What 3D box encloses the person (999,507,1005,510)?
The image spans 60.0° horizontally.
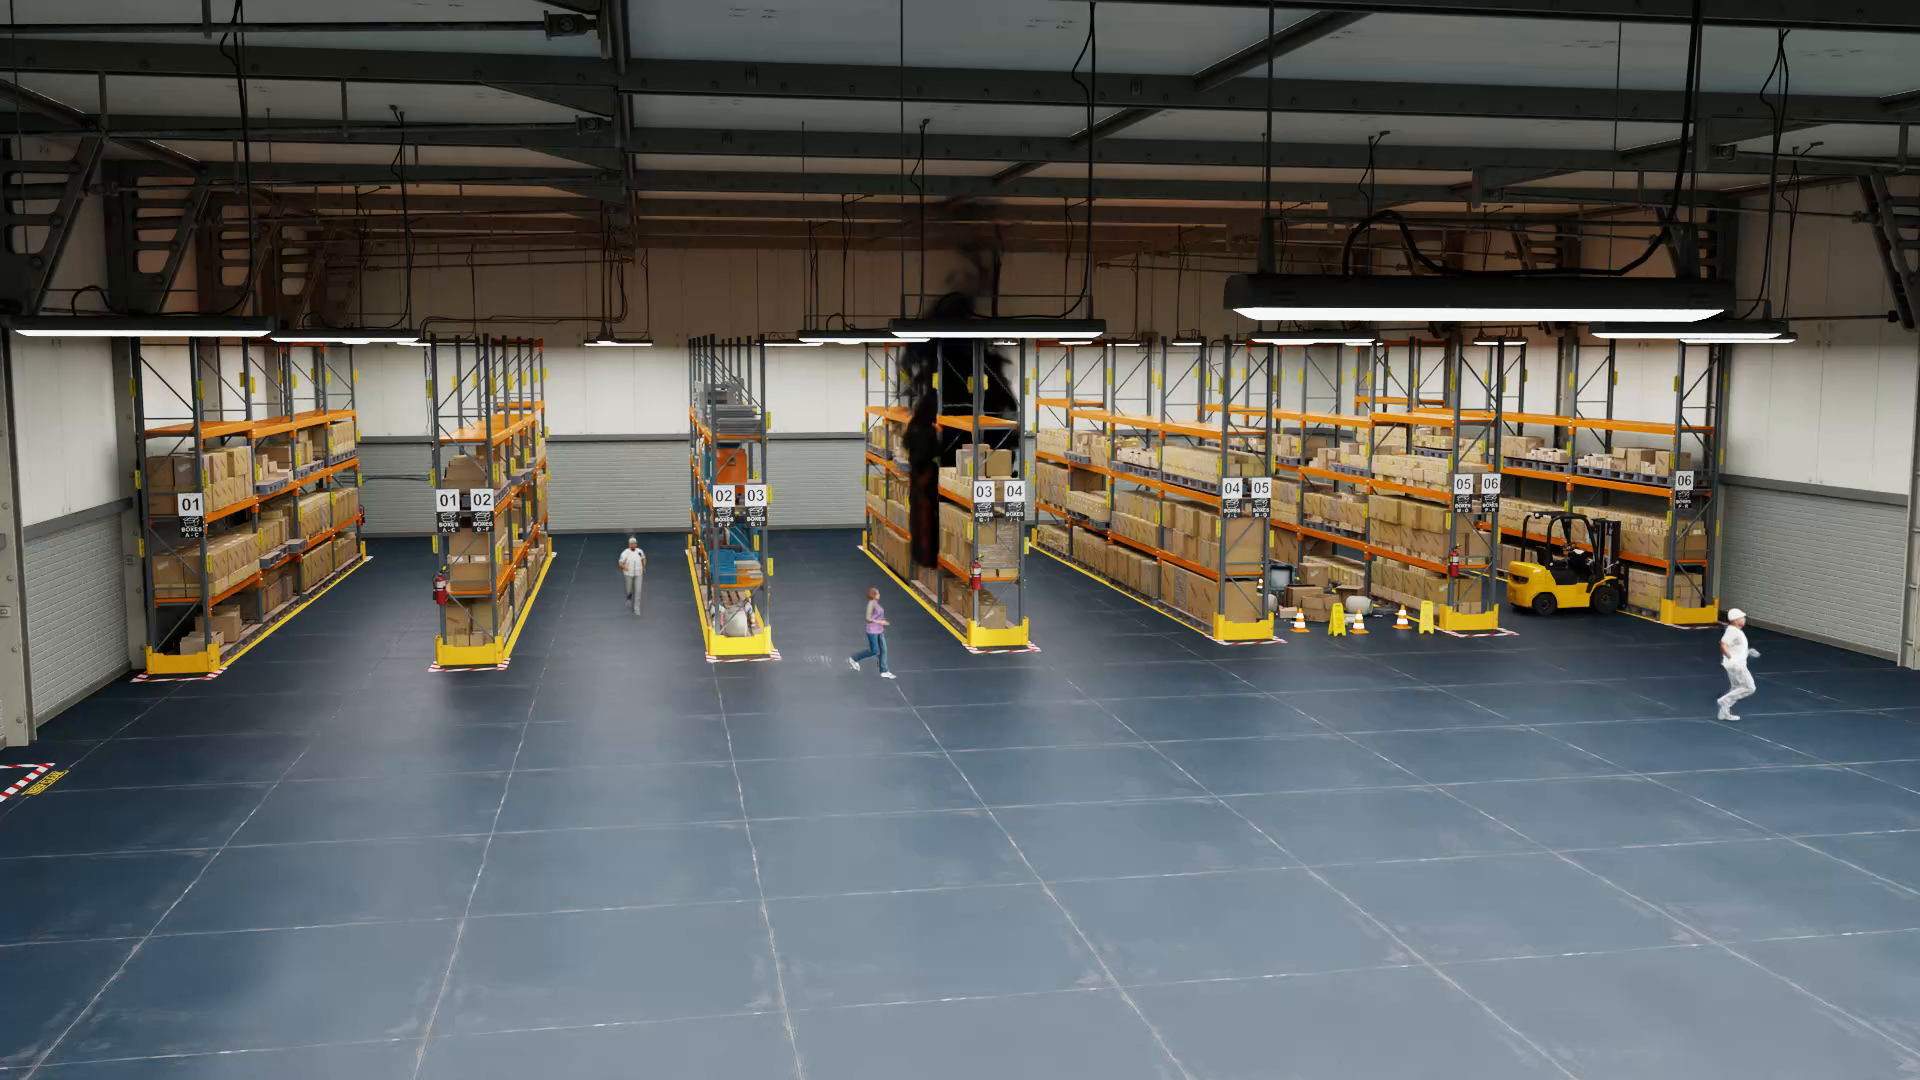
[{"bbox_3d":[1.096,-0.521,47.243,0.674,1.705,0.603,0,7,-4],"label":"person"}]

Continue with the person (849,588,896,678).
[{"bbox_3d":[-1.524,1.617,29.006,0.839,1.591,0.534,2,7,15],"label":"person"}]

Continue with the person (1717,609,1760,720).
[{"bbox_3d":[11.992,1.925,25.602,0.584,1.735,0.677,3,7,22],"label":"person"}]

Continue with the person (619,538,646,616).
[{"bbox_3d":[-7.081,0.779,36.075,0.607,1.659,0.837,-2,7,-20],"label":"person"}]
